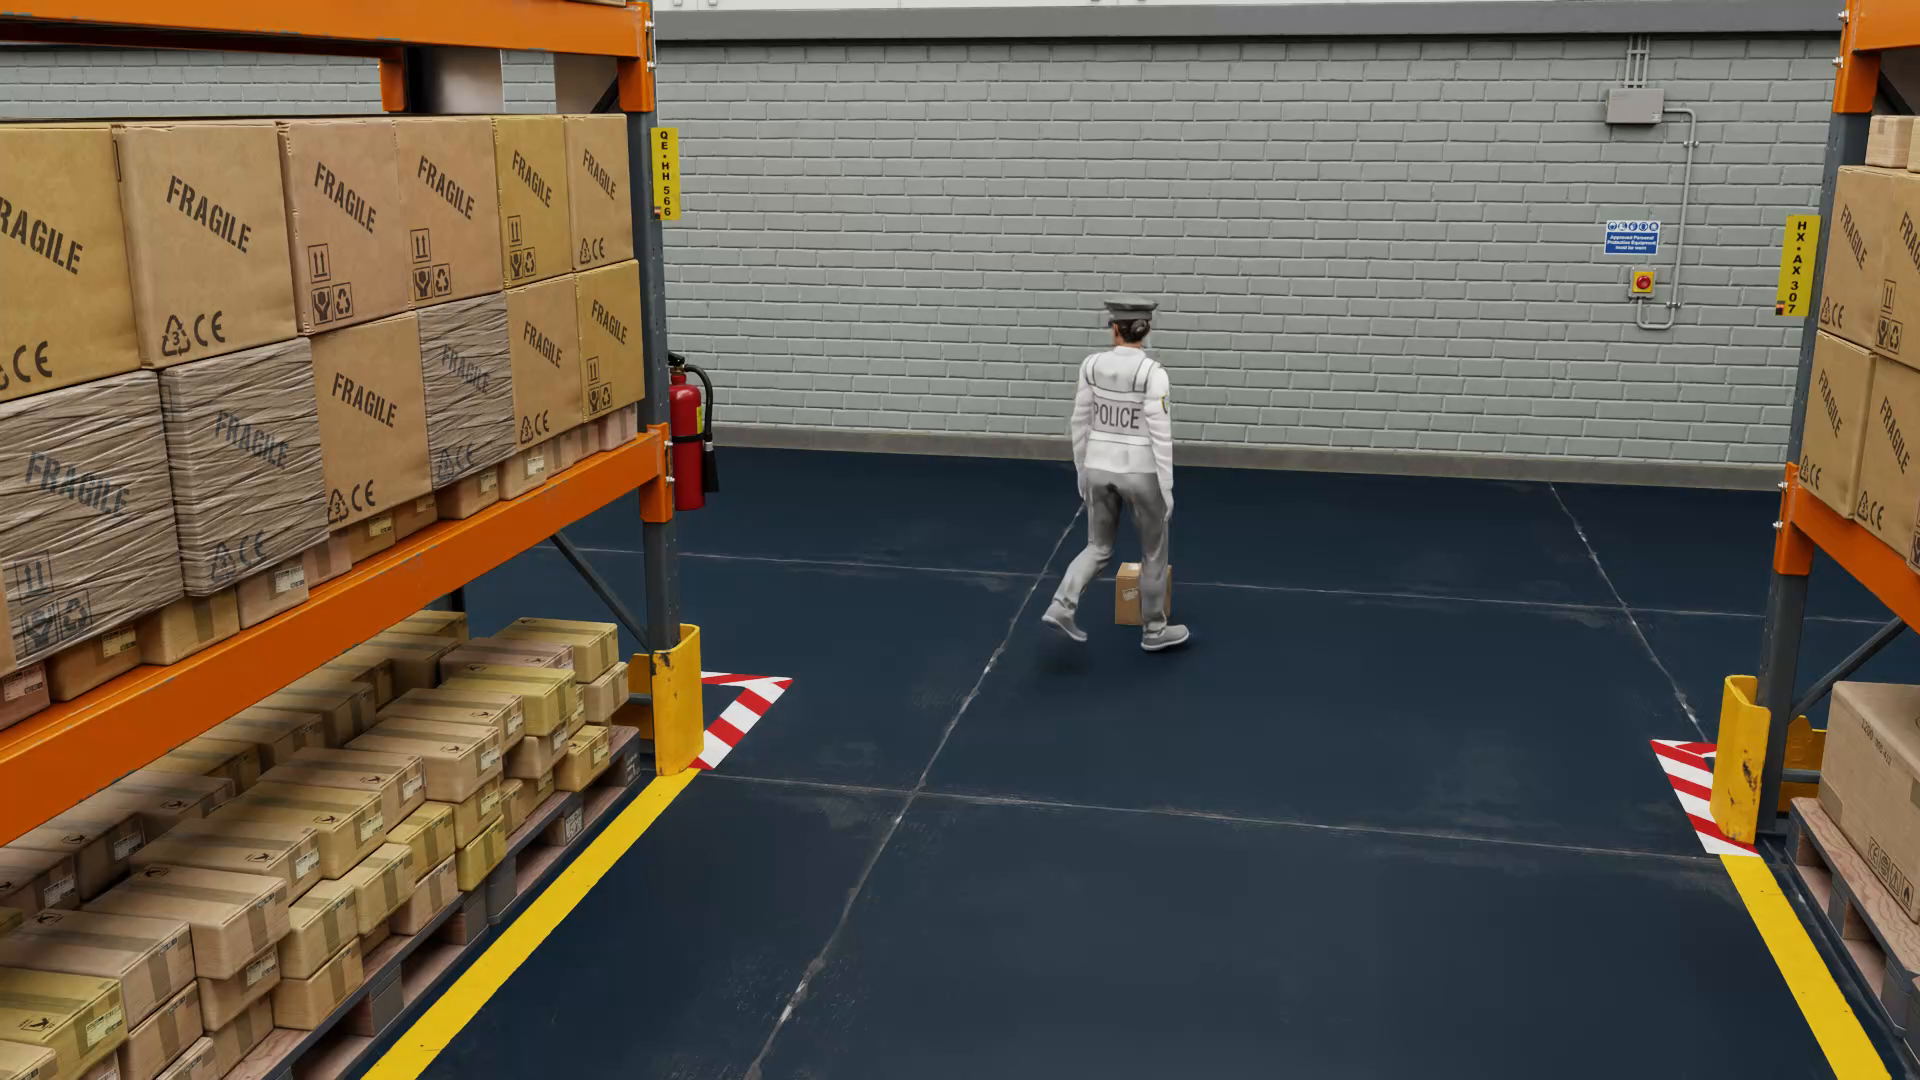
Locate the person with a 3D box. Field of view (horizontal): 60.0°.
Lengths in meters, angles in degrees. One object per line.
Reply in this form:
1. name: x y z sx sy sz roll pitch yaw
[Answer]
1. person: 0.738 -0.281 7.529 0.522 1.643 0.711 11 18 35
